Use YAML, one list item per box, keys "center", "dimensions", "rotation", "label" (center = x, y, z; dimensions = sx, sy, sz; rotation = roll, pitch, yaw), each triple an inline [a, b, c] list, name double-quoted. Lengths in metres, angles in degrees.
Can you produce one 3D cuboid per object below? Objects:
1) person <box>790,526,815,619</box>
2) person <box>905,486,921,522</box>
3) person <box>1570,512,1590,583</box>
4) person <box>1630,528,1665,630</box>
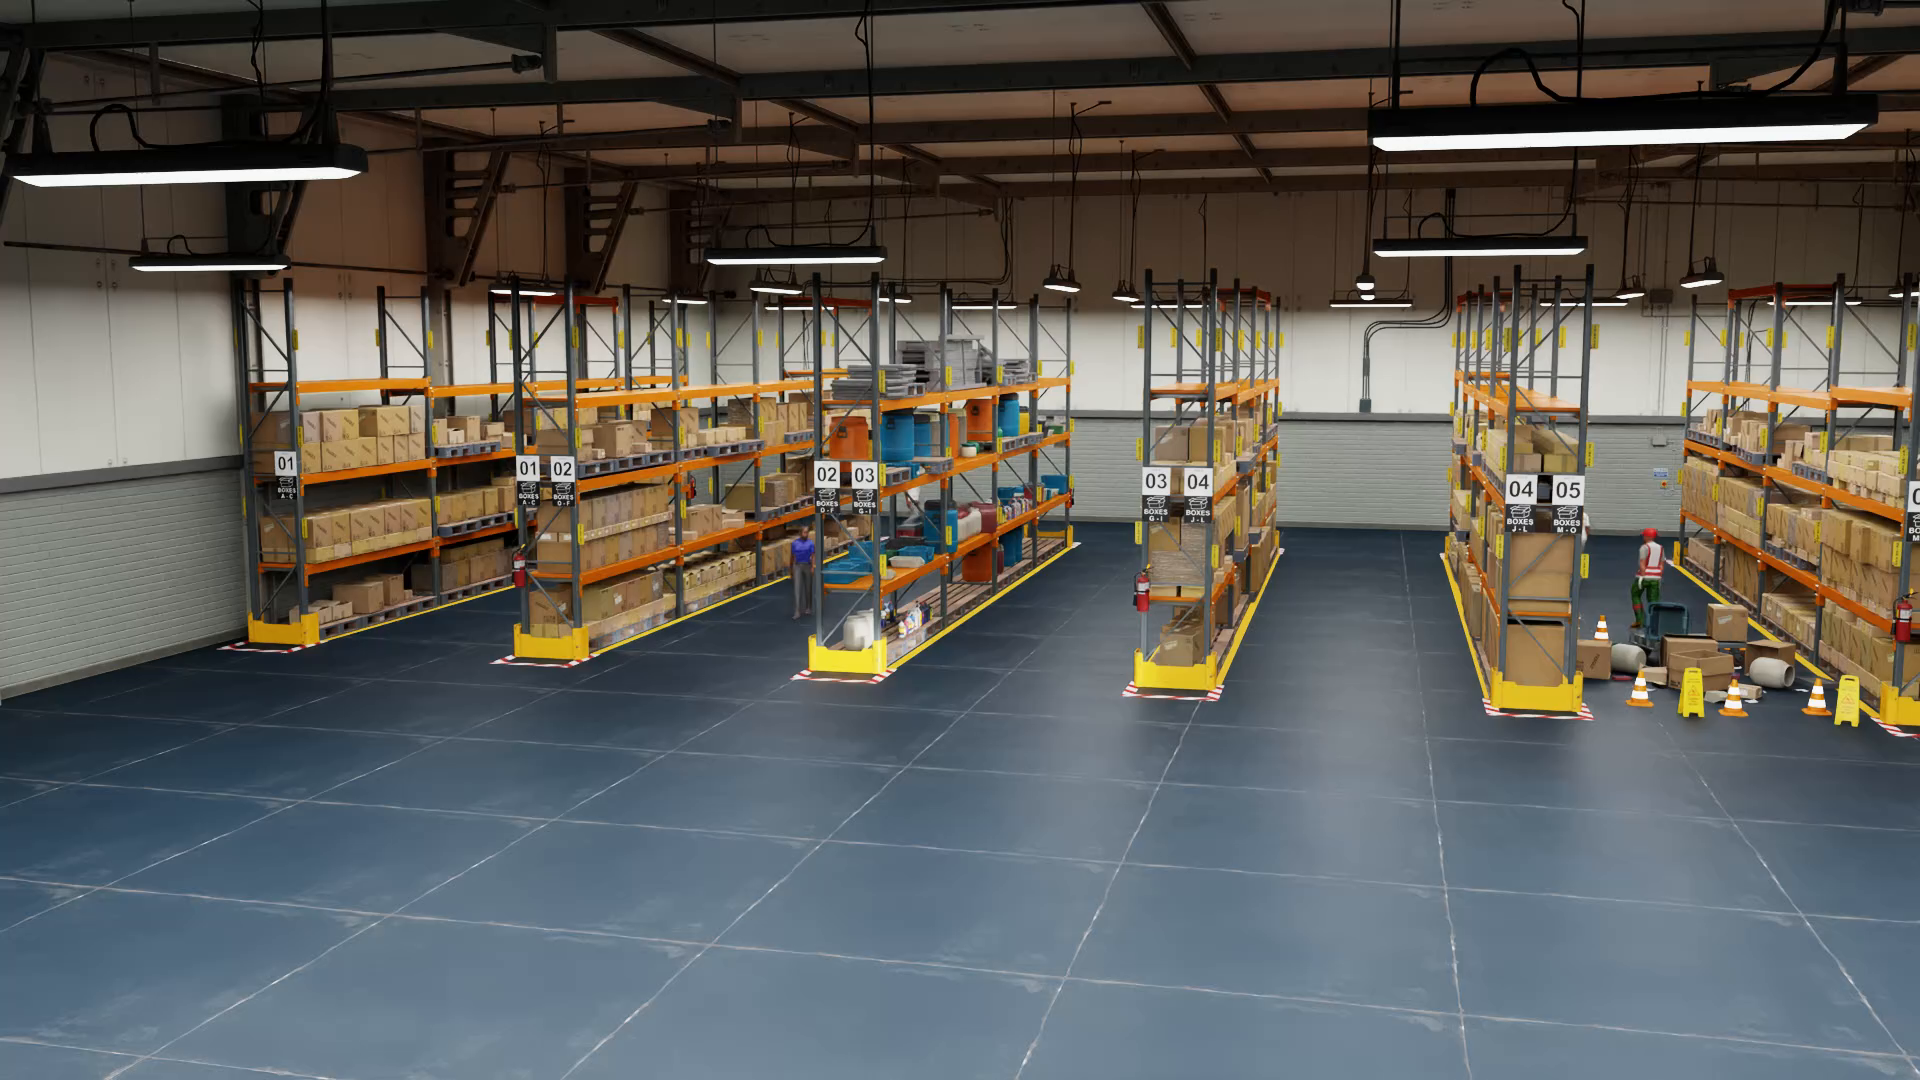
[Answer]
- center: [-2.857, 0.586, 30.328]
  dimensions: [0.477, 1.636, 0.744]
  rotation: [-1, 7, -8]
  label: "person"
- center: [-1.239, -1.013, 42.740]
  dimensions: [0.480, 1.763, 0.594]
  rotation: [1, 7, 7]
  label: "person"
- center: [12.761, 0.029, 34.420]
  dimensions: [0.610, 1.741, 0.619]
  rotation: [-1, 7, -11]
  label: "person"
- center: [11.874, 0.679, 28.616]
  dimensions: [0.517, 1.762, 0.550]
  rotation: [1, 7, 4]
  label: "person"
